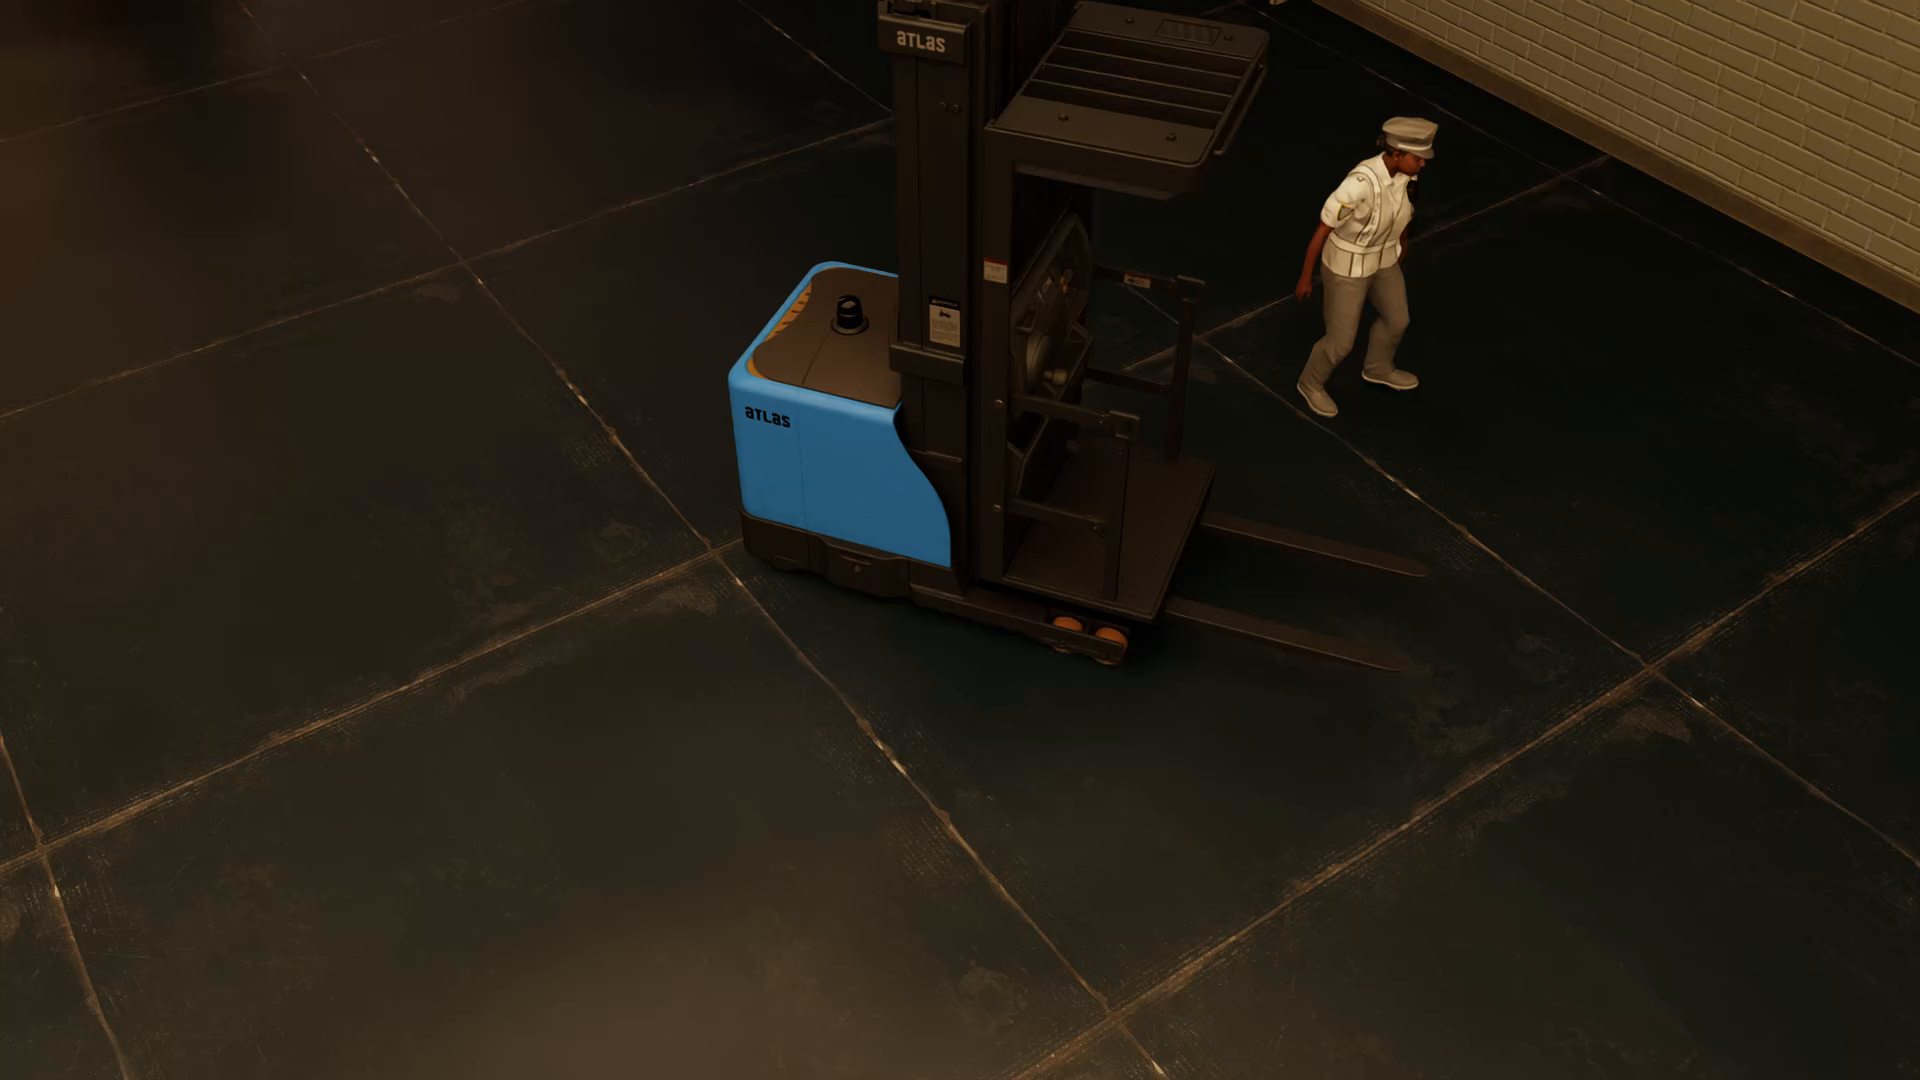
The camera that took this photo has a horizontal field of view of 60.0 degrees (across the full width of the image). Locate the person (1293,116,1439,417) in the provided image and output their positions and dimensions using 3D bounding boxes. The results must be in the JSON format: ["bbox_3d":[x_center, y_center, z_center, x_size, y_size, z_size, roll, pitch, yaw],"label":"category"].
[{"bbox_3d":[2.010,-1.341,8.141,0.787,1.630,0.403,-24,48,-24],"label":"person"}]

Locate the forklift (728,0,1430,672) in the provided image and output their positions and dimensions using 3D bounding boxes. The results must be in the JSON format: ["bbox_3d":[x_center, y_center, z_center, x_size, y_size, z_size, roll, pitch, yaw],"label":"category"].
[{"bbox_3d":[0.562,-0.941,6.737,3.031,2.935,1.130,14,45,15],"label":"forklift"}]
